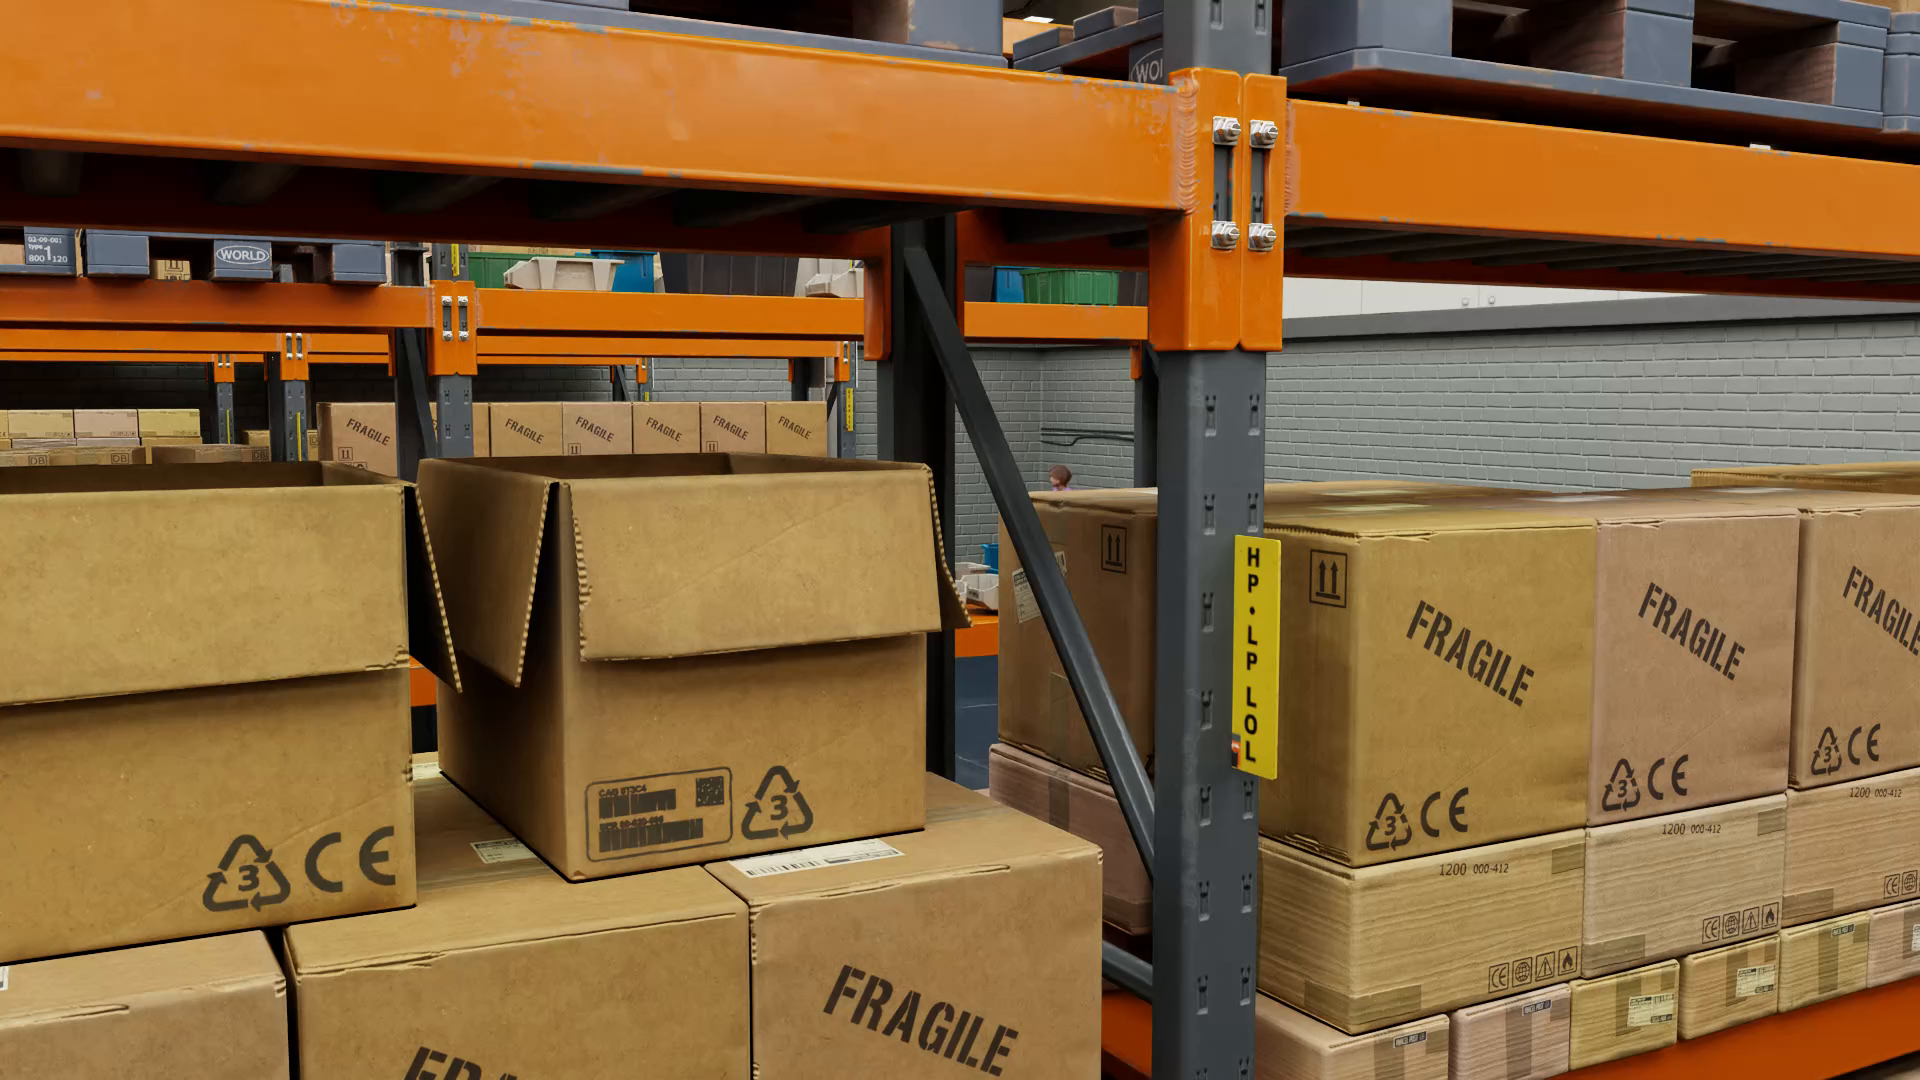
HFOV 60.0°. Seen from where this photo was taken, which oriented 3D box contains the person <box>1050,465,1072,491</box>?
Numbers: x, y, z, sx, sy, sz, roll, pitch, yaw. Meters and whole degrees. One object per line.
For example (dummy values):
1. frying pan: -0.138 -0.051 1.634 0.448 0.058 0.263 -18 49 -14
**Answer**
1. person: 1.022 0.016 17.317 0.528 1.580 0.572 -3 6 -29
